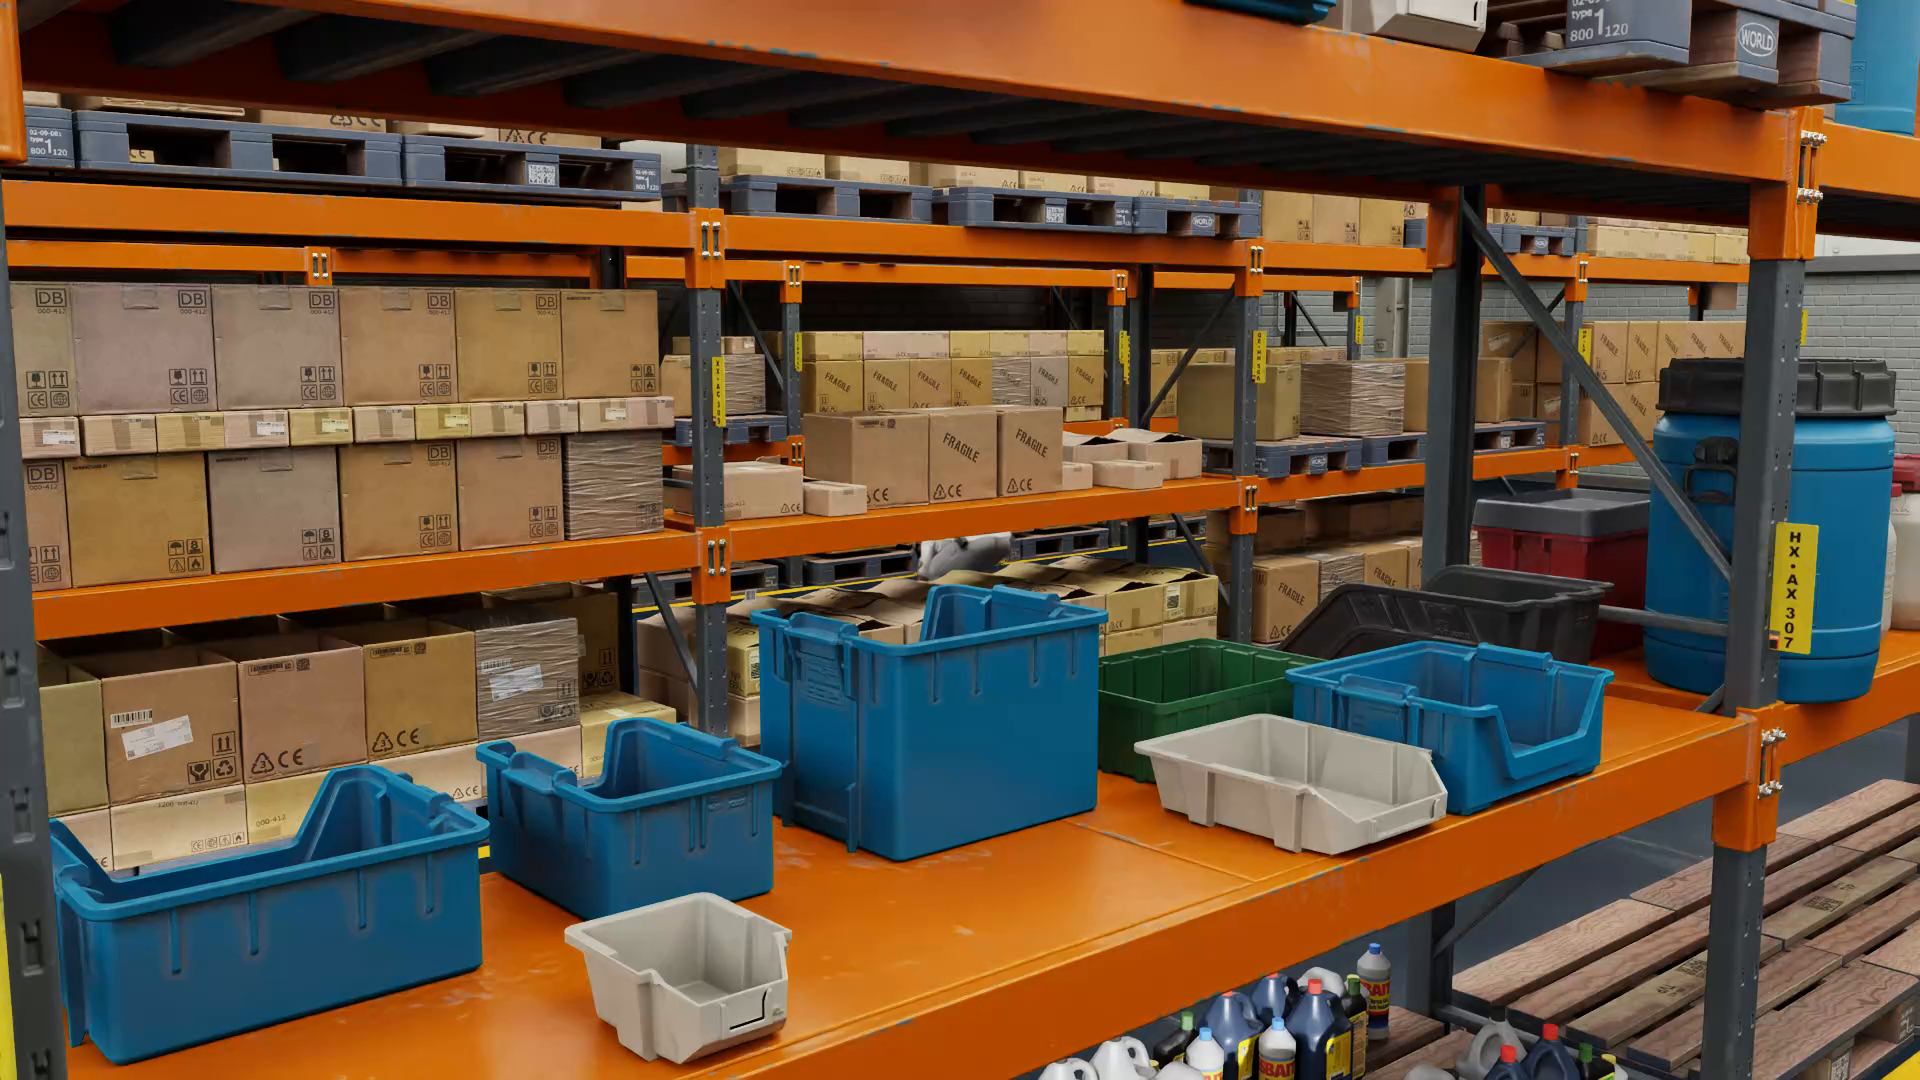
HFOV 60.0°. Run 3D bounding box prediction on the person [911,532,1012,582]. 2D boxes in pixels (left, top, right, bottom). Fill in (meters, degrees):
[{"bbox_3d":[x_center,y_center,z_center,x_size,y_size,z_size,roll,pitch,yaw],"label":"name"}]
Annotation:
[{"bbox_3d":[-0.033,0.208,12.692,0.513,0.886,0.936,-7,10,-43],"label":"person"}]
